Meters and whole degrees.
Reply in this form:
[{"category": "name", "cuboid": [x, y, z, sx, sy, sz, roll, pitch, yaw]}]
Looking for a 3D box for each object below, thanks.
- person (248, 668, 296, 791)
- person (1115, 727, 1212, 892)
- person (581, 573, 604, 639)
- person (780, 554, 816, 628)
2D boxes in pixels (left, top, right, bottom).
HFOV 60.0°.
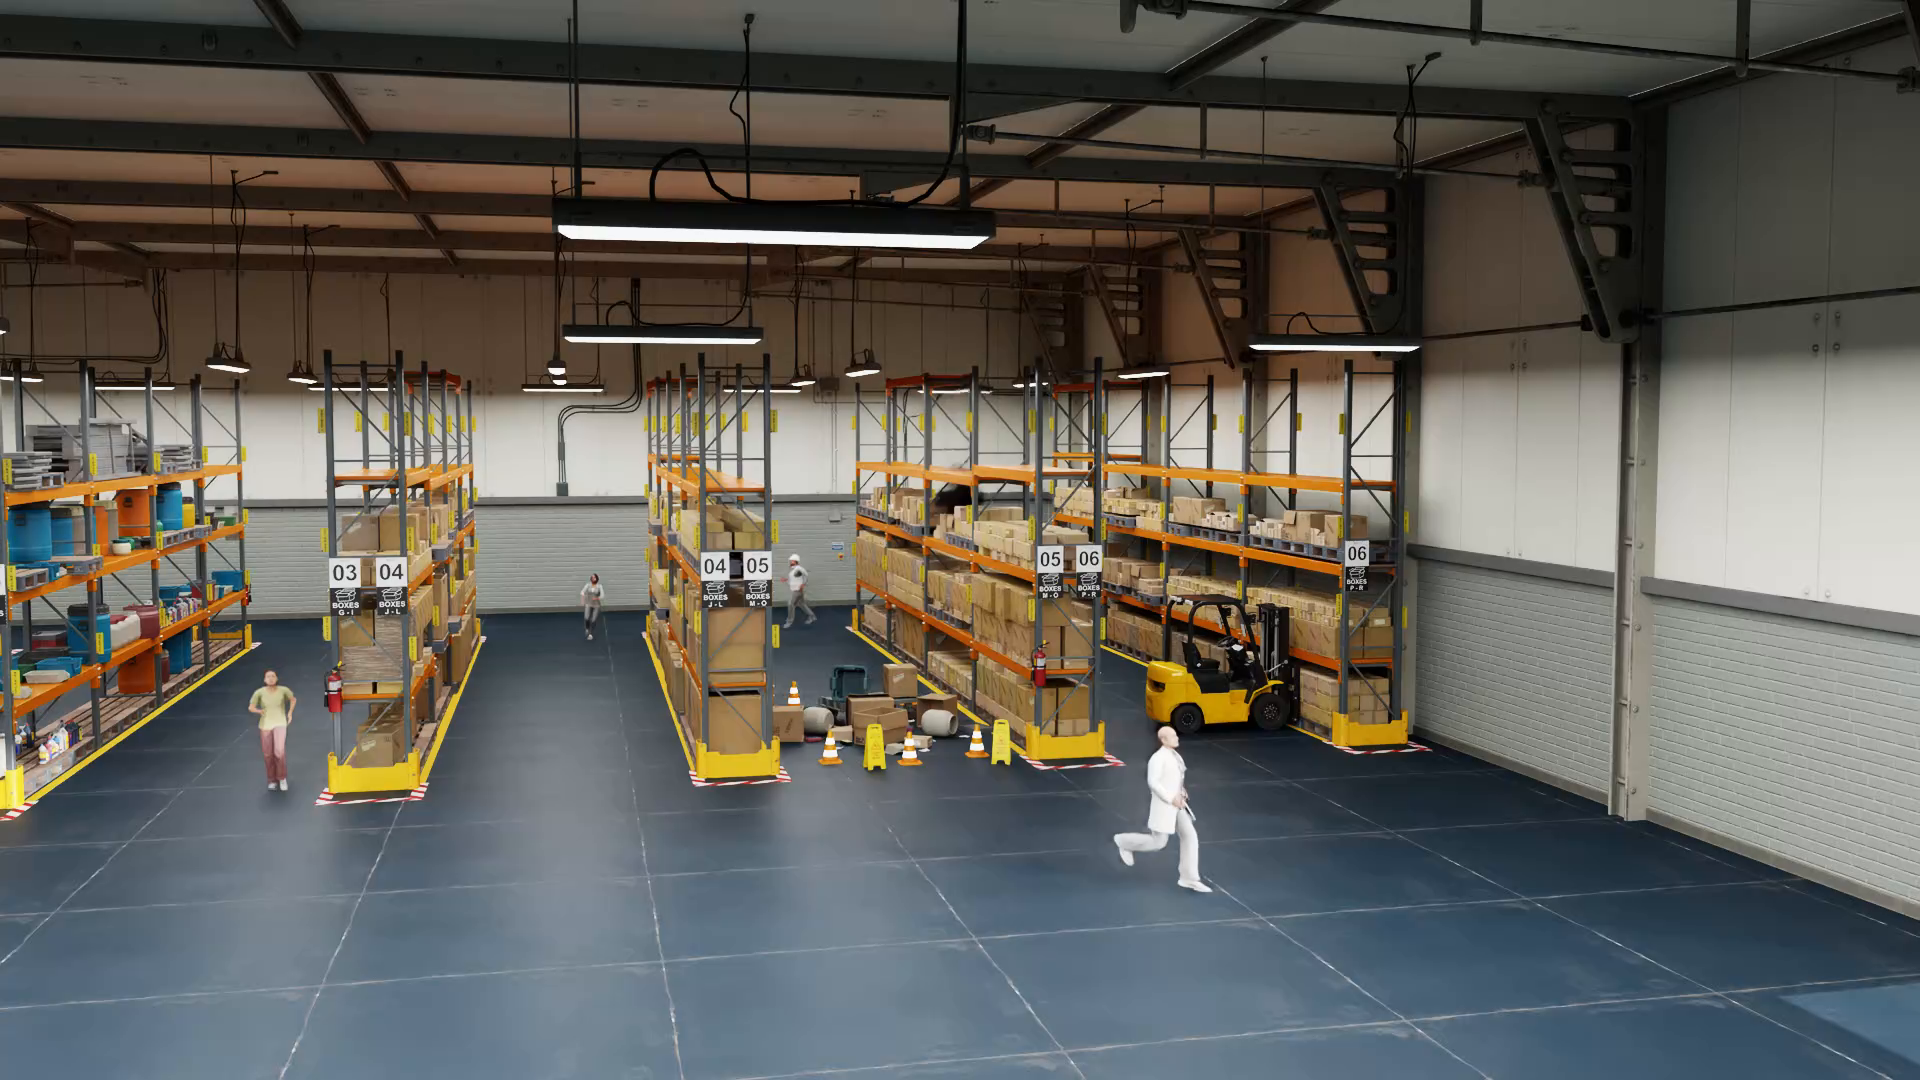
[{"category": "person", "cuboid": [-9.397, 2.590, 22.713, 0.597, 1.672, 0.580, -1, 4, -18]}, {"category": "person", "cuboid": [2.208, 2.900, 18.025, 1.099, 1.770, 0.691, 3, 5, 34]}, {"category": "person", "cuboid": [-8.516, 1.552, 38.543, 0.535, 1.519, 0.521, -1, 4, -10]}, {"category": "person", "cuboid": [-3.992, 1.255, 41.035, 0.889, 1.805, 0.610, -1, 4, -13]}]
